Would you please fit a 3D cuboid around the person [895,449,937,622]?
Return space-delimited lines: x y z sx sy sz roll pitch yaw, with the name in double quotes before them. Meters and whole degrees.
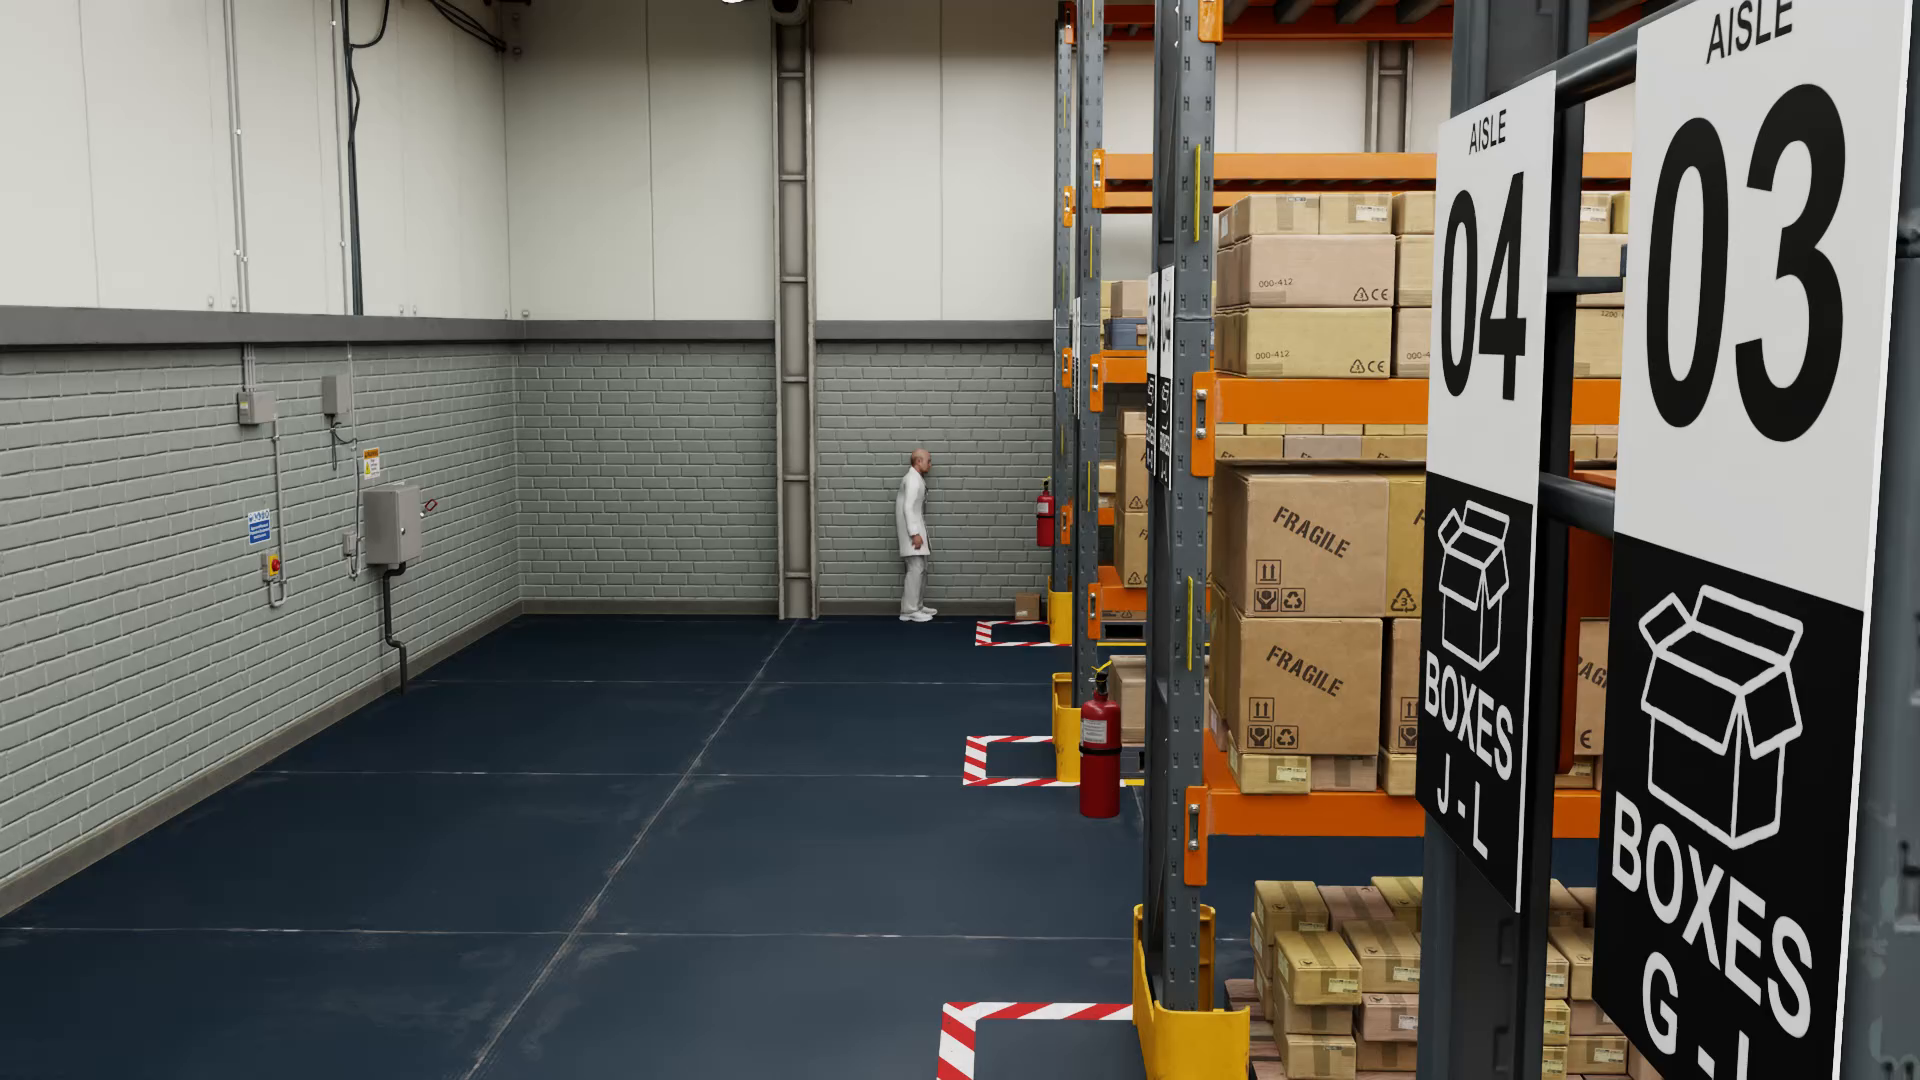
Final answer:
"person" -0.461 -0.066 17.361 0.426 1.773 0.652 1 7 4
